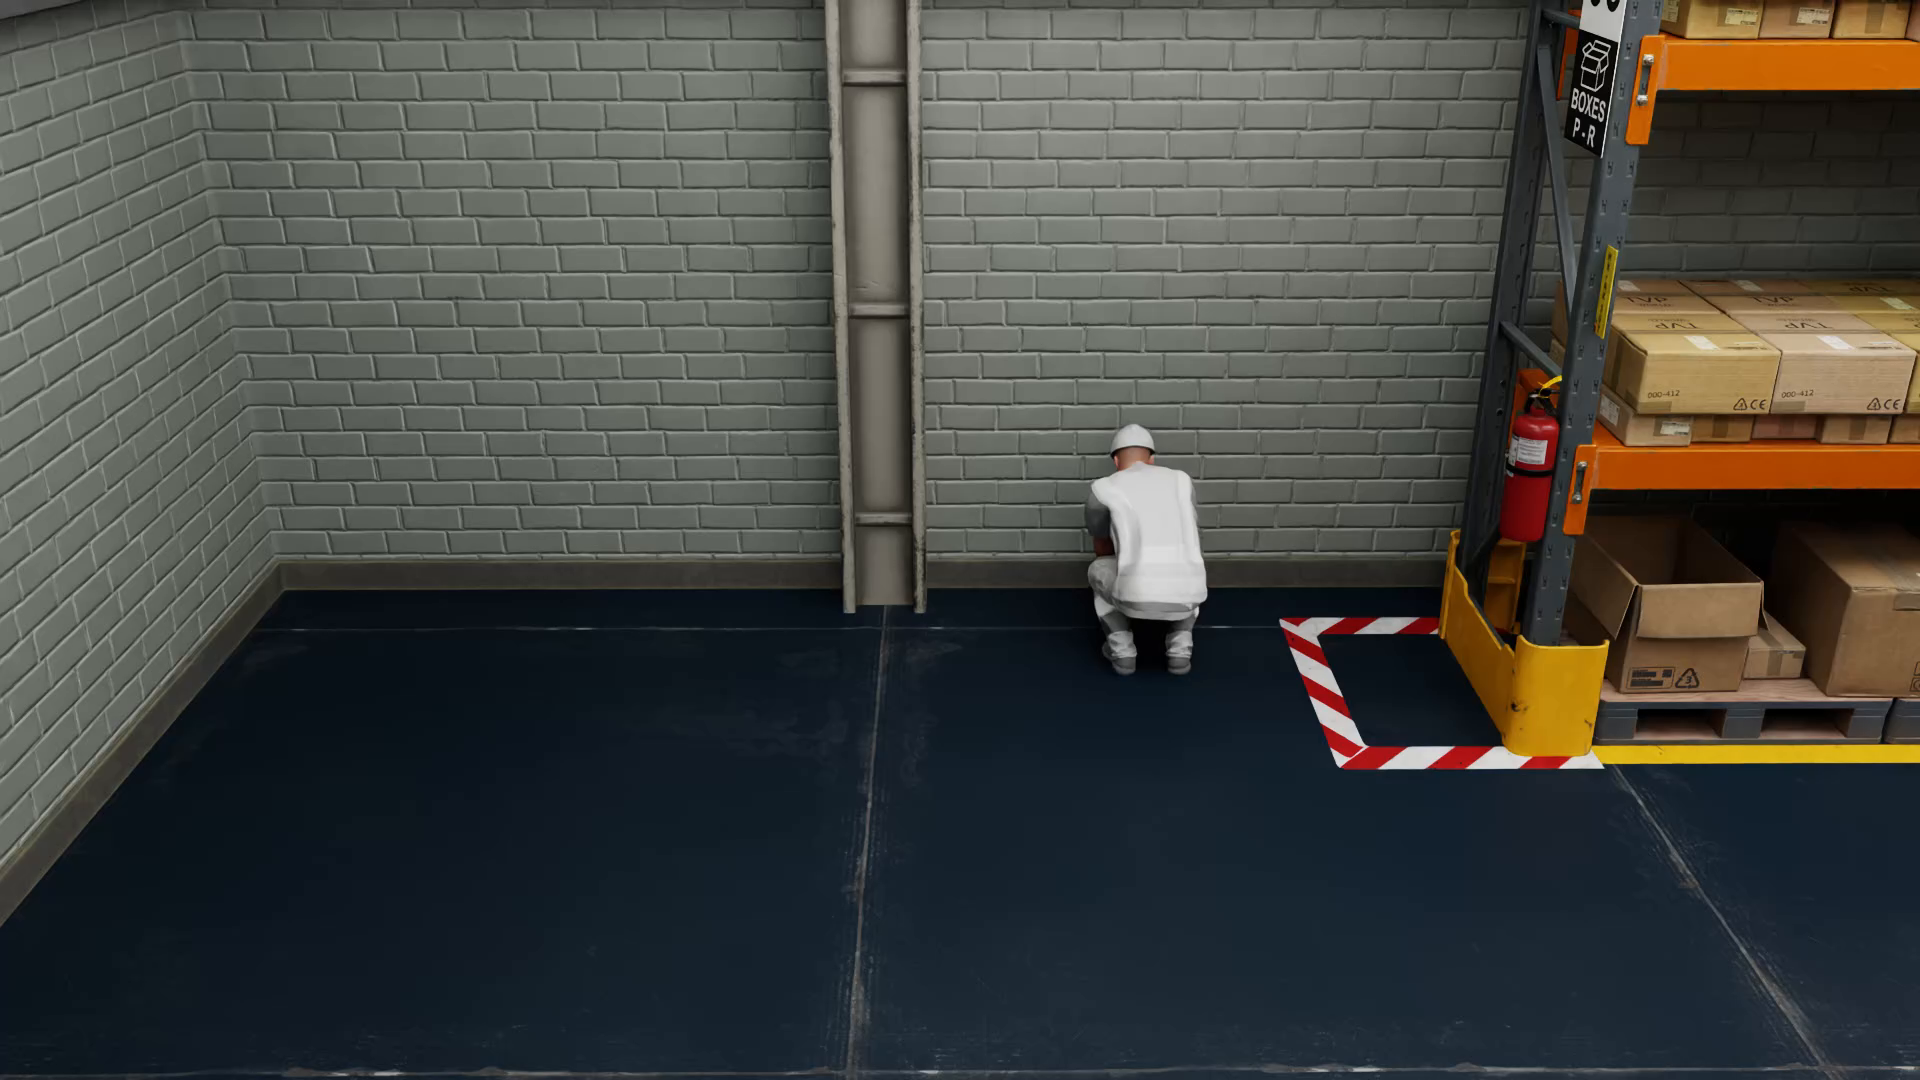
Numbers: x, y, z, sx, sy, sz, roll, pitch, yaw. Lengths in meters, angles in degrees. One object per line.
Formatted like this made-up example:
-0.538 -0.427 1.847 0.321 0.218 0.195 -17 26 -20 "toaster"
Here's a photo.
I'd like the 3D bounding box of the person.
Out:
0.845 0.056 7.478 0.533 0.962 0.890 -1 24 -1 "person"
